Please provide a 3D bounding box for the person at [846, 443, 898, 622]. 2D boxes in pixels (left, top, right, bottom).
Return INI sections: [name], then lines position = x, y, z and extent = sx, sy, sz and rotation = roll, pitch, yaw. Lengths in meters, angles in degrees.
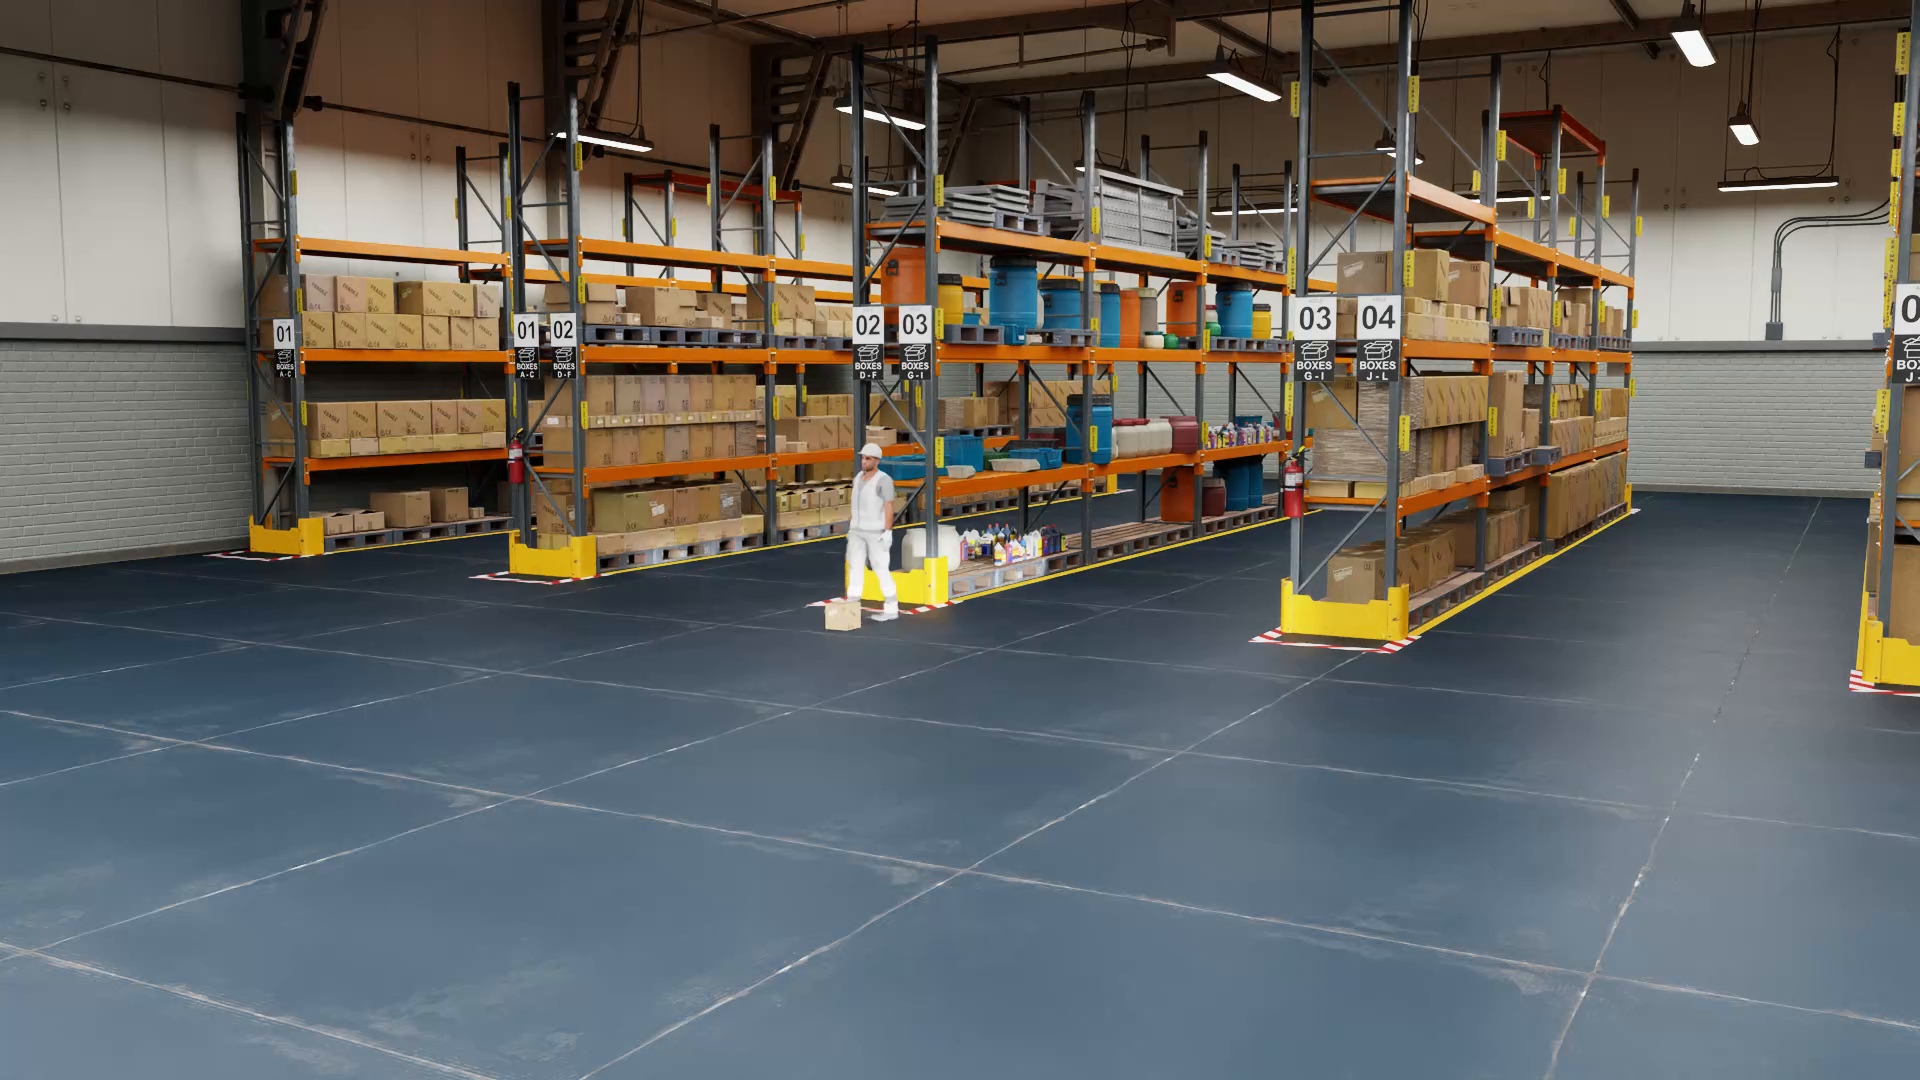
[person]
position = -0.950, -0.069, 16.579
extent = 0.550, 1.792, 0.644
rotation = 5, 8, 41
